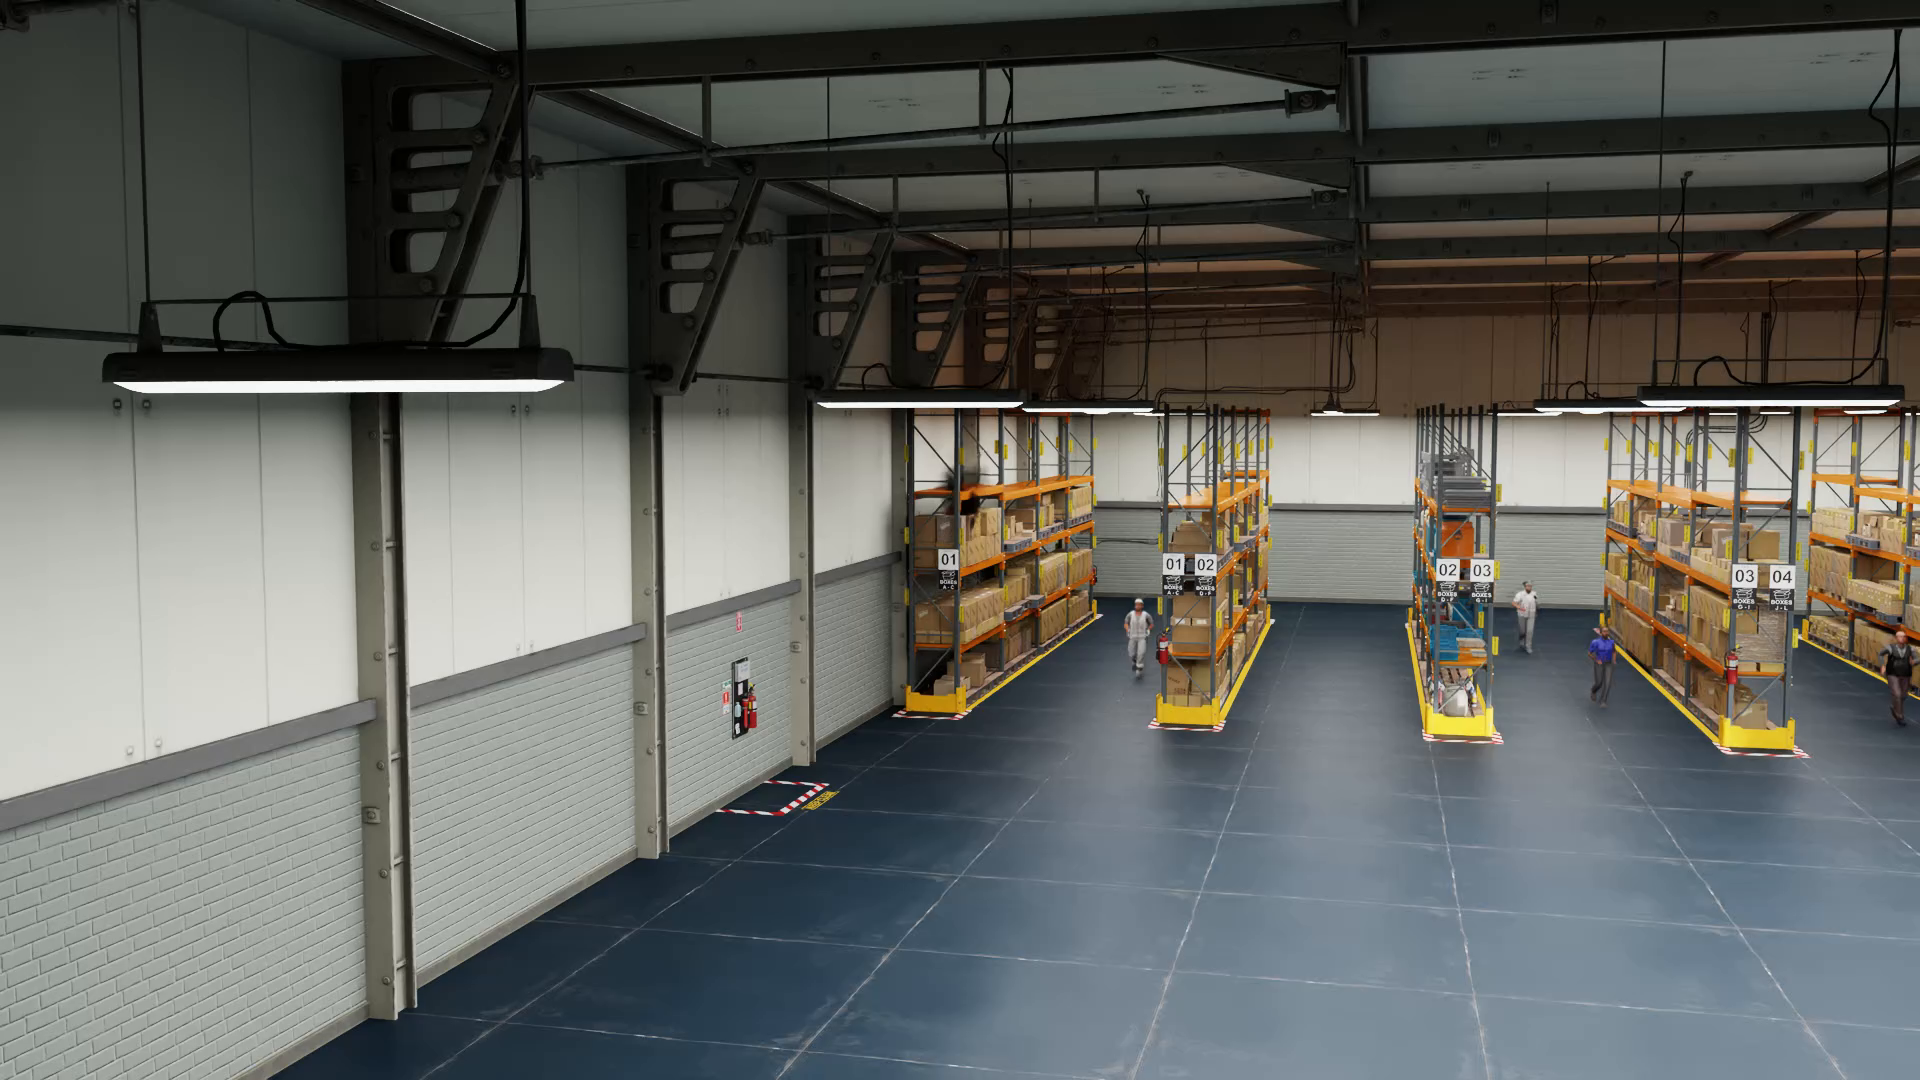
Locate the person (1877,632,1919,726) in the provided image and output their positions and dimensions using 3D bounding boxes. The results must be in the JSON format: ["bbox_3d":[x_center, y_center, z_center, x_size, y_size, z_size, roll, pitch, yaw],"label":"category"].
[{"bbox_3d":[17.594,2.557,31.145,0.659,1.701,0.980,1,4,11],"label":"person"}]

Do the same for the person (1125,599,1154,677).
[{"bbox_3d":[3.963,2.169,36.890,0.650,1.736,0.622,1,4,13],"label":"person"}]

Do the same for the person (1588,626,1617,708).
[{"bbox_3d":[12.782,2.510,33.051,0.563,1.607,0.580,0,4,2],"label":"person"}]

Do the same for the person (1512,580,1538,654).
[{"bbox_3d":[13.936,1.873,40.959,0.654,1.783,0.824,0,4,2],"label":"person"}]
